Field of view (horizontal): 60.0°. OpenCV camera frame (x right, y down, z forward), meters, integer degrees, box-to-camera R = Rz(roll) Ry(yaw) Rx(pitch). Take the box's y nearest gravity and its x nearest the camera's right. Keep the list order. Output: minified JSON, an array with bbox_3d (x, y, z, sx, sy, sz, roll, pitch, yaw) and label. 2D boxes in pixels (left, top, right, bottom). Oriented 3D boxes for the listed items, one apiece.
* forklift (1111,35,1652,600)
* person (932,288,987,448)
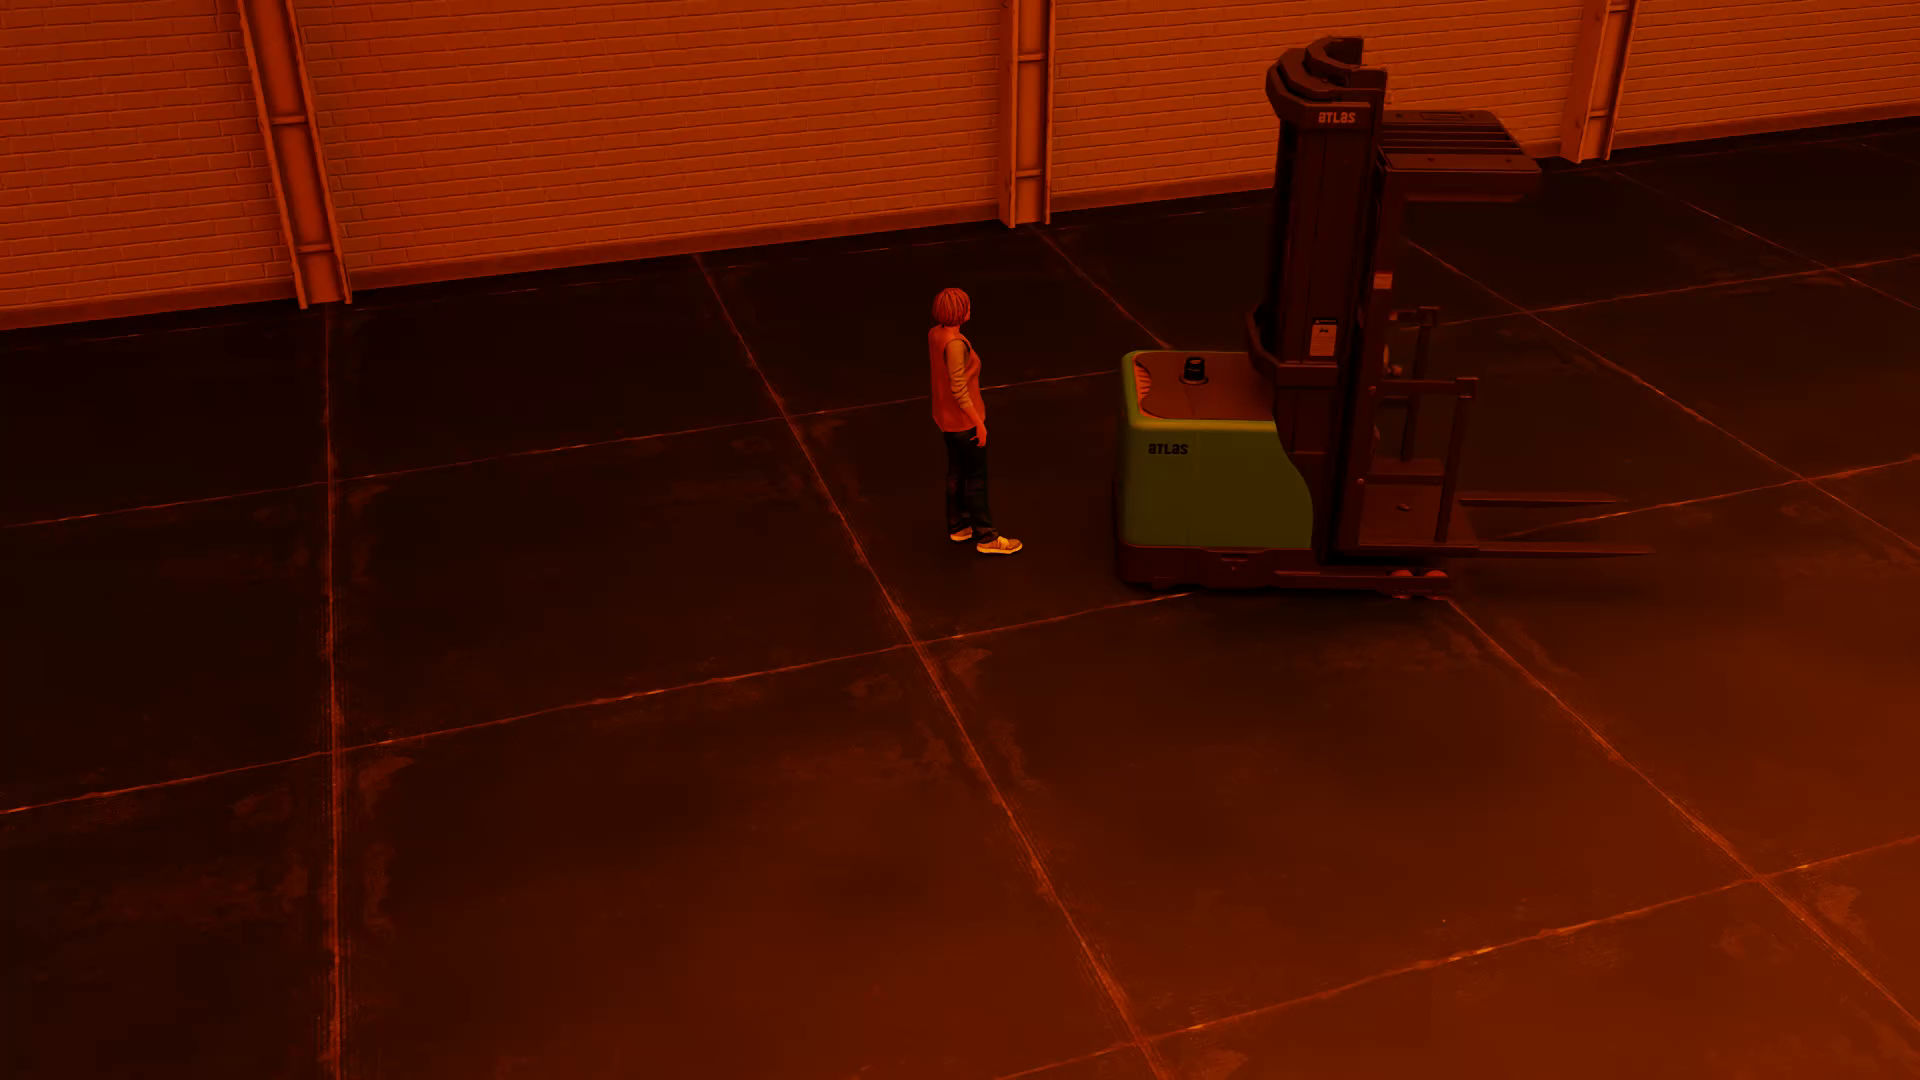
[{"bbox_3d":[2.435,-1.201,9.174,3.031,2.935,1.130,1,30,2],"label":"forklift"},{"bbox_3d":[-0.022,-0.985,9.445,0.256,0.921,0.502,-10,31,-16],"label":"person"}]
